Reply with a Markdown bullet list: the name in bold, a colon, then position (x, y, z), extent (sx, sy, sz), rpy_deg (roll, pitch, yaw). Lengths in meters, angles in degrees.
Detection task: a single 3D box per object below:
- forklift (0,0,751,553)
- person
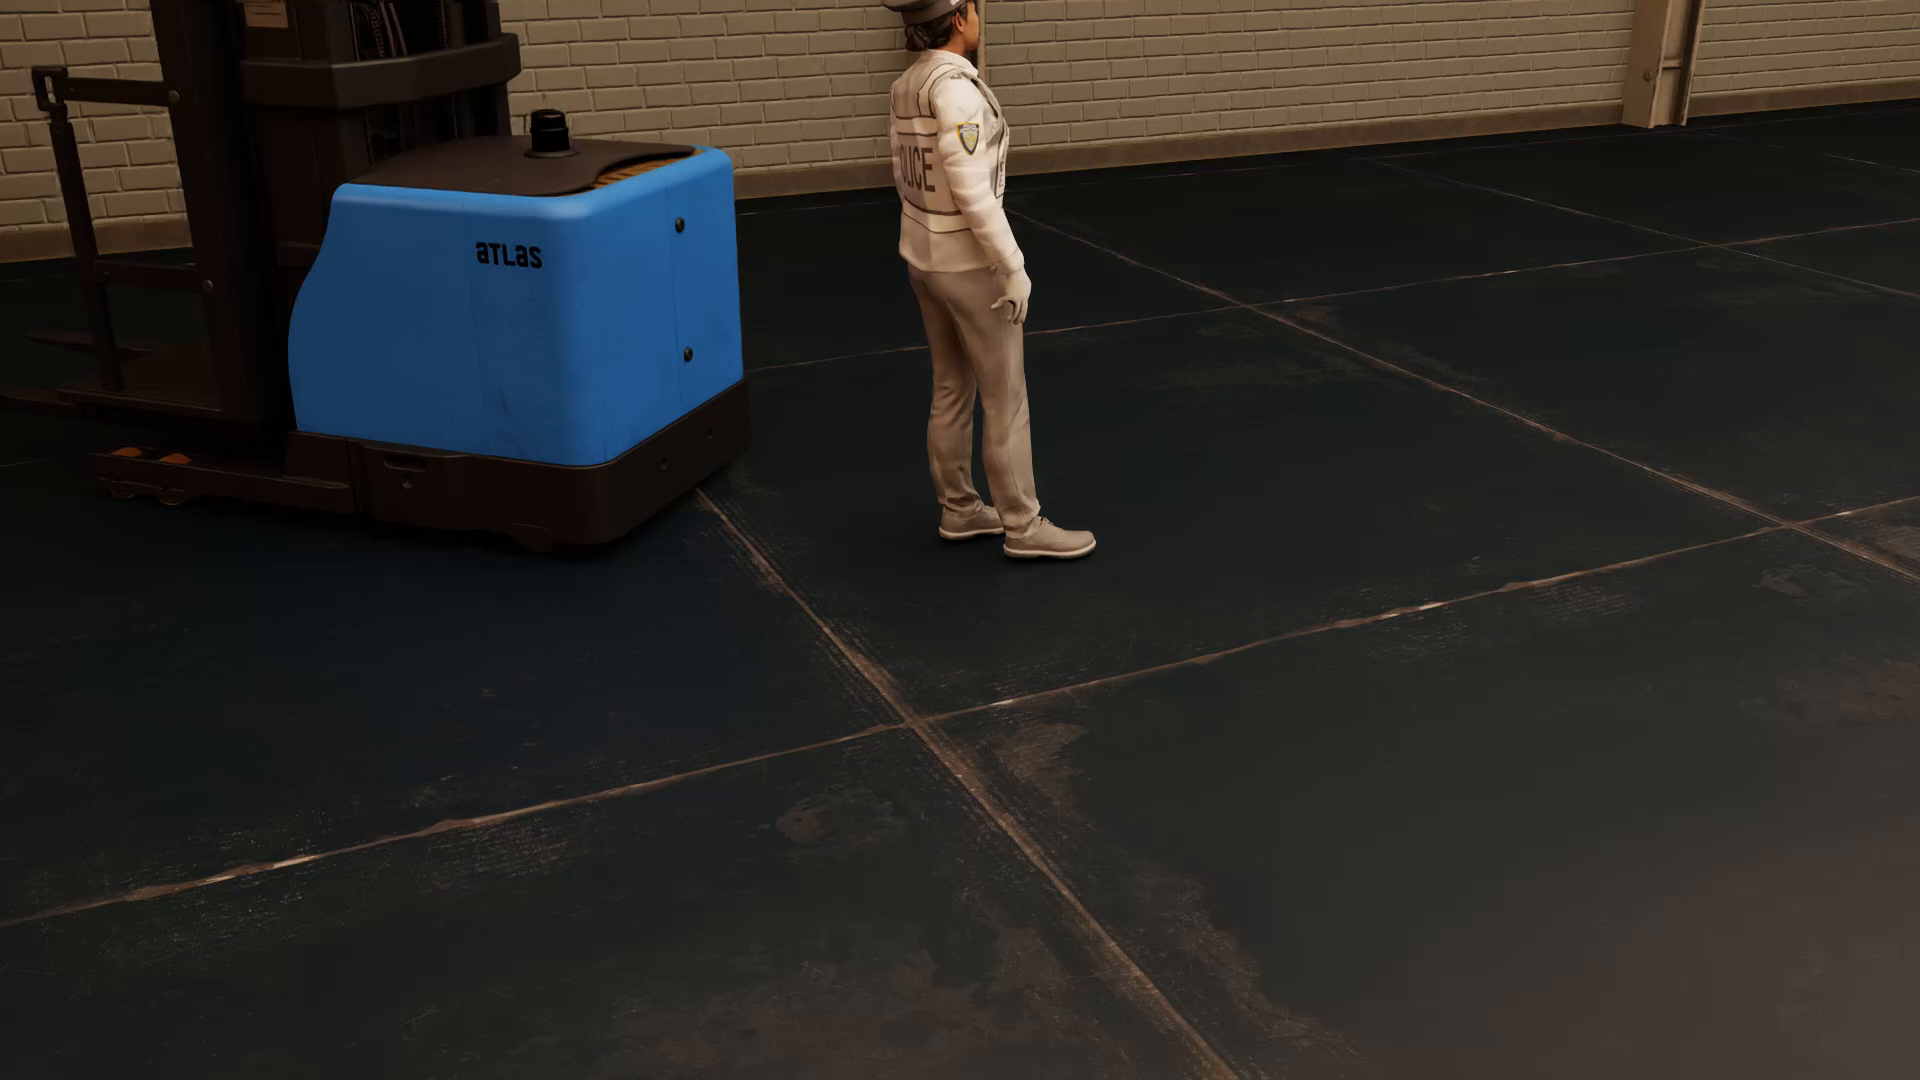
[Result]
- **forklift**: position (-2.290, -1.645, 5.245), extent (3.031, 2.935, 1.130), rpy_deg (8, 24, 18)
- **person**: position (0.066, -0.798, 4.800), extent (0.530, 1.694, 0.586), rpy_deg (-10, 25, -23)
